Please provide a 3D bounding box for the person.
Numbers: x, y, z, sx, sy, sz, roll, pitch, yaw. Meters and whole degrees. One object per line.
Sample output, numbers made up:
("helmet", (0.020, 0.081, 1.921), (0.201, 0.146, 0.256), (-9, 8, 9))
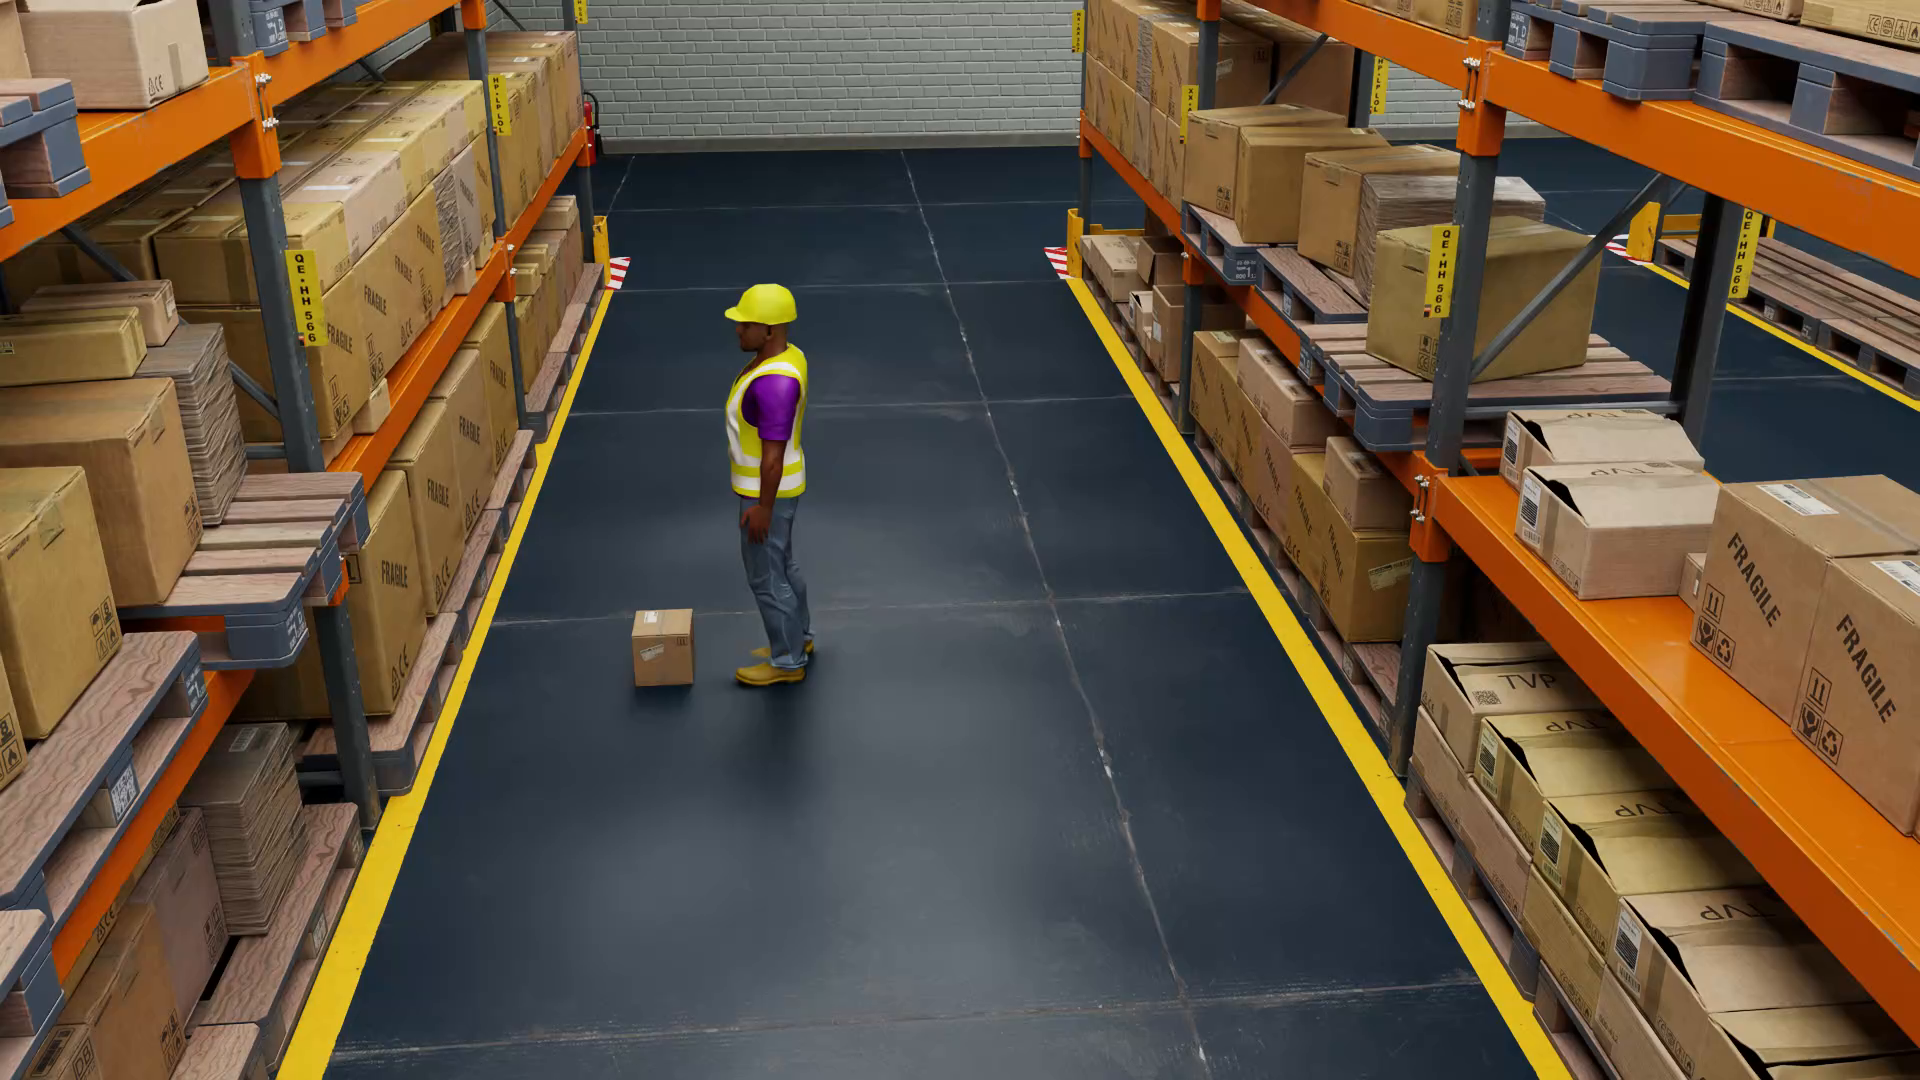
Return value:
("person", (8.337, 0.607, 3.436), (18.071, 3.229, 9.187), (-2, 24, -4))
